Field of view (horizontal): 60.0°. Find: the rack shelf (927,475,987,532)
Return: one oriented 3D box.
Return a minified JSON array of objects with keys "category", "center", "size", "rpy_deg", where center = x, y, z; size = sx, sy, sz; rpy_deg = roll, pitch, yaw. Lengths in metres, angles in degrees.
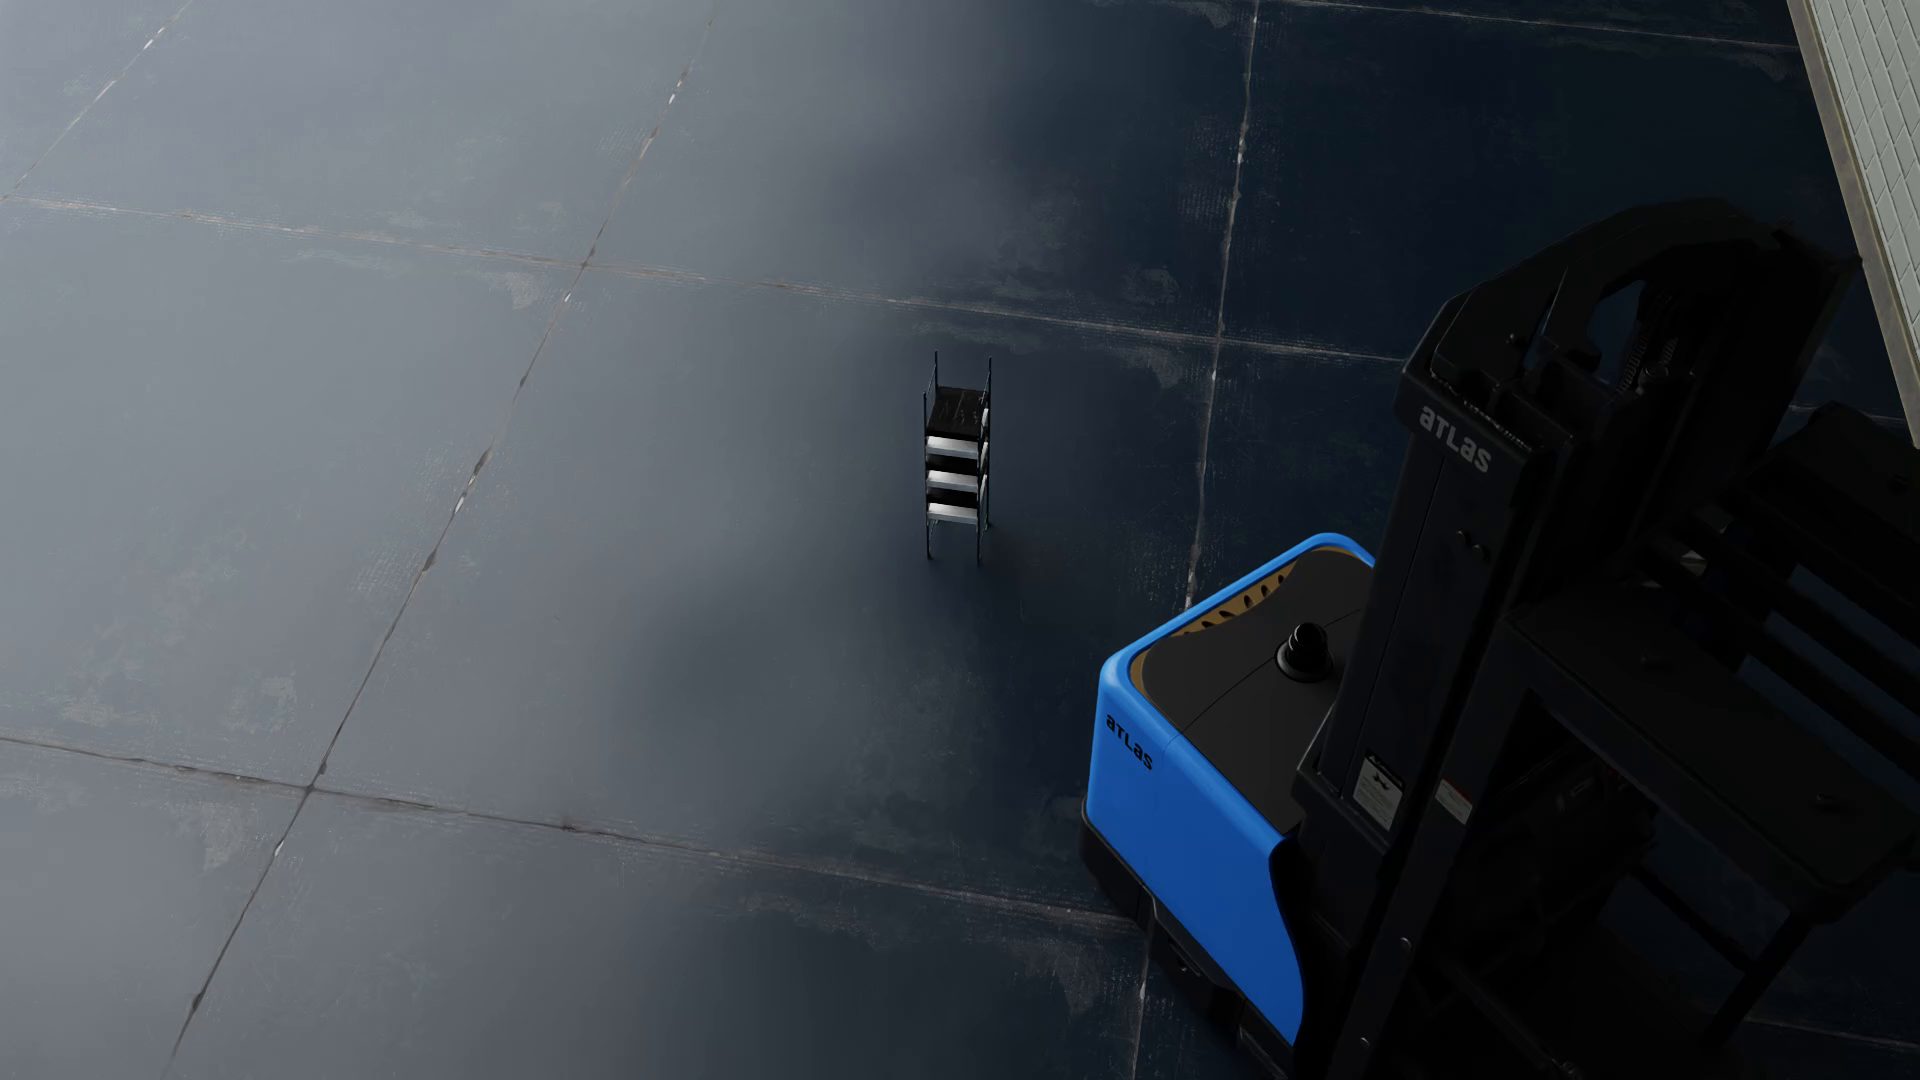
[{"category":"rack shelf","center":[-0.008,-0.159,6.547],"size":[0.200,0.077,0.258],"rpy_deg":[8,49,7]}]

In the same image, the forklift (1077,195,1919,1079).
[{"category":"forklift","center":[1.670,0.789,4.043],"size":[1.130,2.935,3.031],"rpy_deg":[-28,54,-23]}]

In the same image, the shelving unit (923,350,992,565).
[{"category":"shelving unit","center":[-0.008,-0.302,6.388],"size":[0.210,0.900,0.258],"rpy_deg":[8,49,7]}]

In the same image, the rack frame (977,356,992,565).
[{"category":"rack frame","center":[0.092,-0.288,6.376],"size":[0.006,0.900,0.240],"rpy_deg":[8,49,7]}]

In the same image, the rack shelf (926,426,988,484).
[{"category":"rack shelf","center":[-0.008,-0.340,6.346],"size":[0.200,0.077,0.258],"rpy_deg":[8,49,7]}]

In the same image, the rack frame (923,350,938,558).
[{"category":"rack frame","center":[-0.108,-0.315,6.400],"size":[0.006,0.900,0.240],"rpy_deg":[8,49,7]}]

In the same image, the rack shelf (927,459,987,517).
[{"category":"rack shelf","center":[-0.008,-0.219,6.480],"size":[0.200,0.077,0.258],"rpy_deg":[8,49,7]}]

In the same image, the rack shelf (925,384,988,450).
[{"category":"rack shelf","center":[-0.008,-0.460,6.212],"size":[0.200,0.077,0.258],"rpy_deg":[8,49,7]}]

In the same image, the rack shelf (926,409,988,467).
[{"category":"rack shelf","center":[-0.008,-0.400,6.279],"size":[0.200,0.077,0.258],"rpy_deg":[8,49,7]}]

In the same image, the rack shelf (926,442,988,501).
[{"category":"rack shelf","center":[-0.008,-0.280,6.413],"size":[0.200,0.077,0.258],"rpy_deg":[8,49,7]}]
